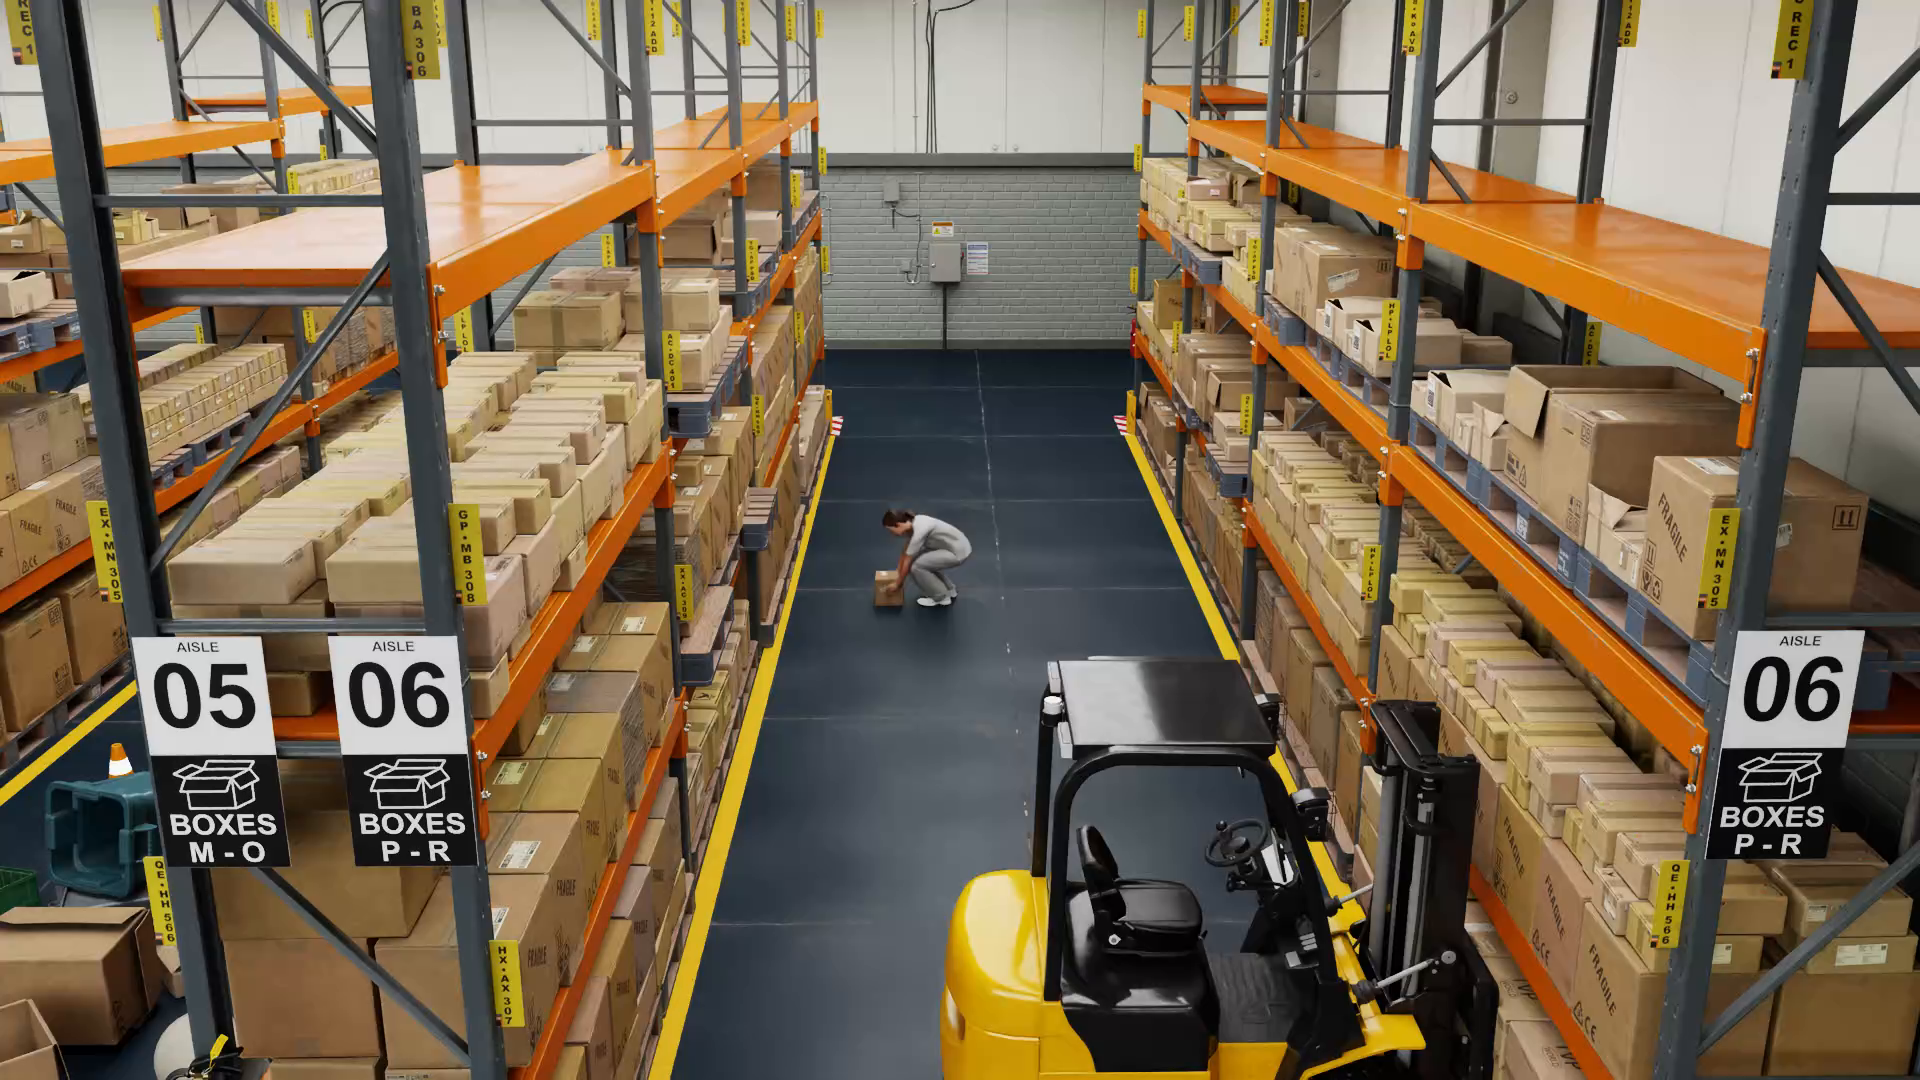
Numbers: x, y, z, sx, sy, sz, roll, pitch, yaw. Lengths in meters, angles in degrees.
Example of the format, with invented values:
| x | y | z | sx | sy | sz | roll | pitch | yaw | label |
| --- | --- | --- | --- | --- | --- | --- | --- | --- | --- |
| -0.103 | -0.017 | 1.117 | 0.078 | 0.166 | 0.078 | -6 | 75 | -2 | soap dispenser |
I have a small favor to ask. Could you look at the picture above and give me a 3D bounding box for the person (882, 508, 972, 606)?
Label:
| x | y | z | sx | sy | sz | roll | pitch | yaw | label |
| --- | --- | --- | --- | --- | --- | --- | --- | --- | --- |
| -0.295 | 0.134 | 14.946 | 0.797 | 0.892 | 0.485 | 0 | 17 | -1 | person |
